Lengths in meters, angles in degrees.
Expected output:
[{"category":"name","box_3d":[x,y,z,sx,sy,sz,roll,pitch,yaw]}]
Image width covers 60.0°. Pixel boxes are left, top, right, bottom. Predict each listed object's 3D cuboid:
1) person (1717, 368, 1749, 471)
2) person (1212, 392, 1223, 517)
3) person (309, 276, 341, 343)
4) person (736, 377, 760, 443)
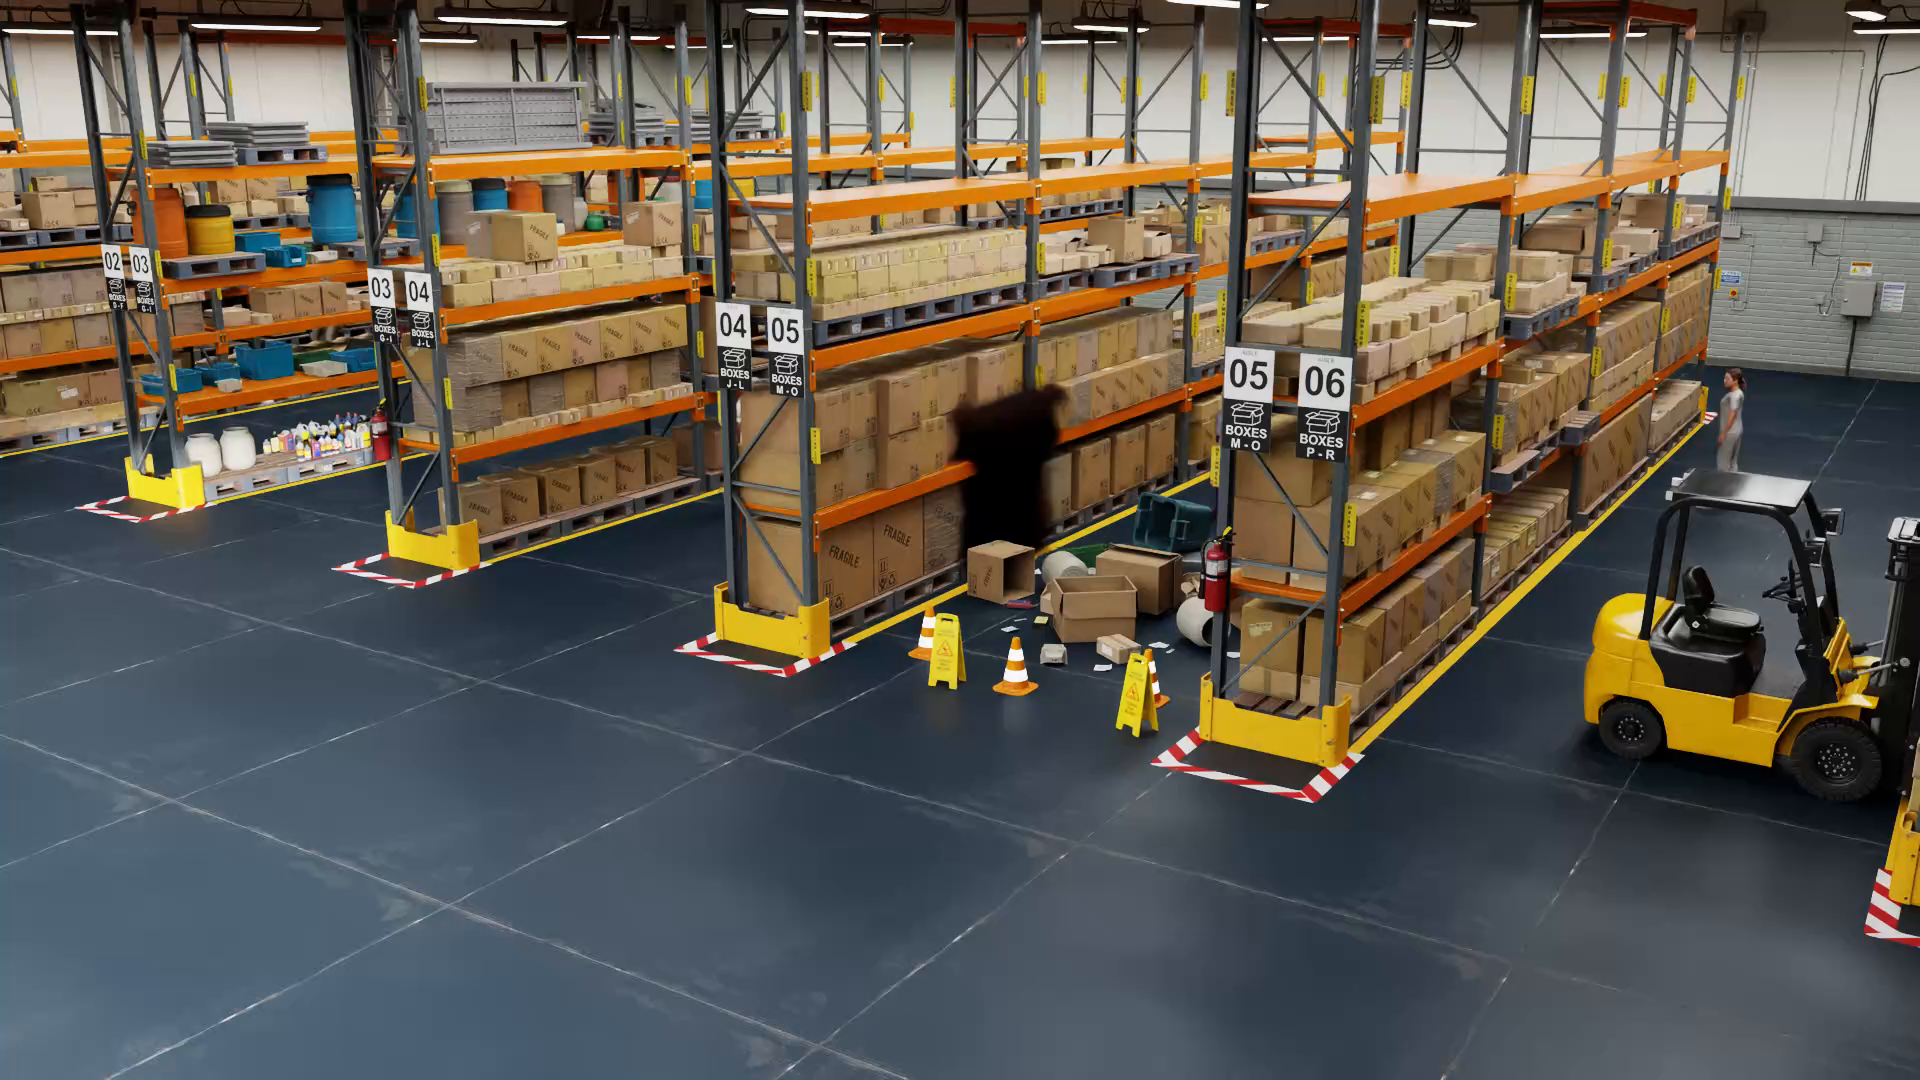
[{"category":"person","box_3d":[9.633,-1.320,20.820,0.332,1.678,0.465,12,20,37]},{"category":"person","box_3d":[3.263,-1.098,20.101,0.385,1.639,0.492,12,19,36]},{"category":"person","box_3d":[-11.761,-4.064,30.755,0.598,1.715,0.602,-1,16,-3]},{"category":"person","box_3d":[-2.482,-1.205,20.441,0.614,1.635,0.478,3,16,12]}]
